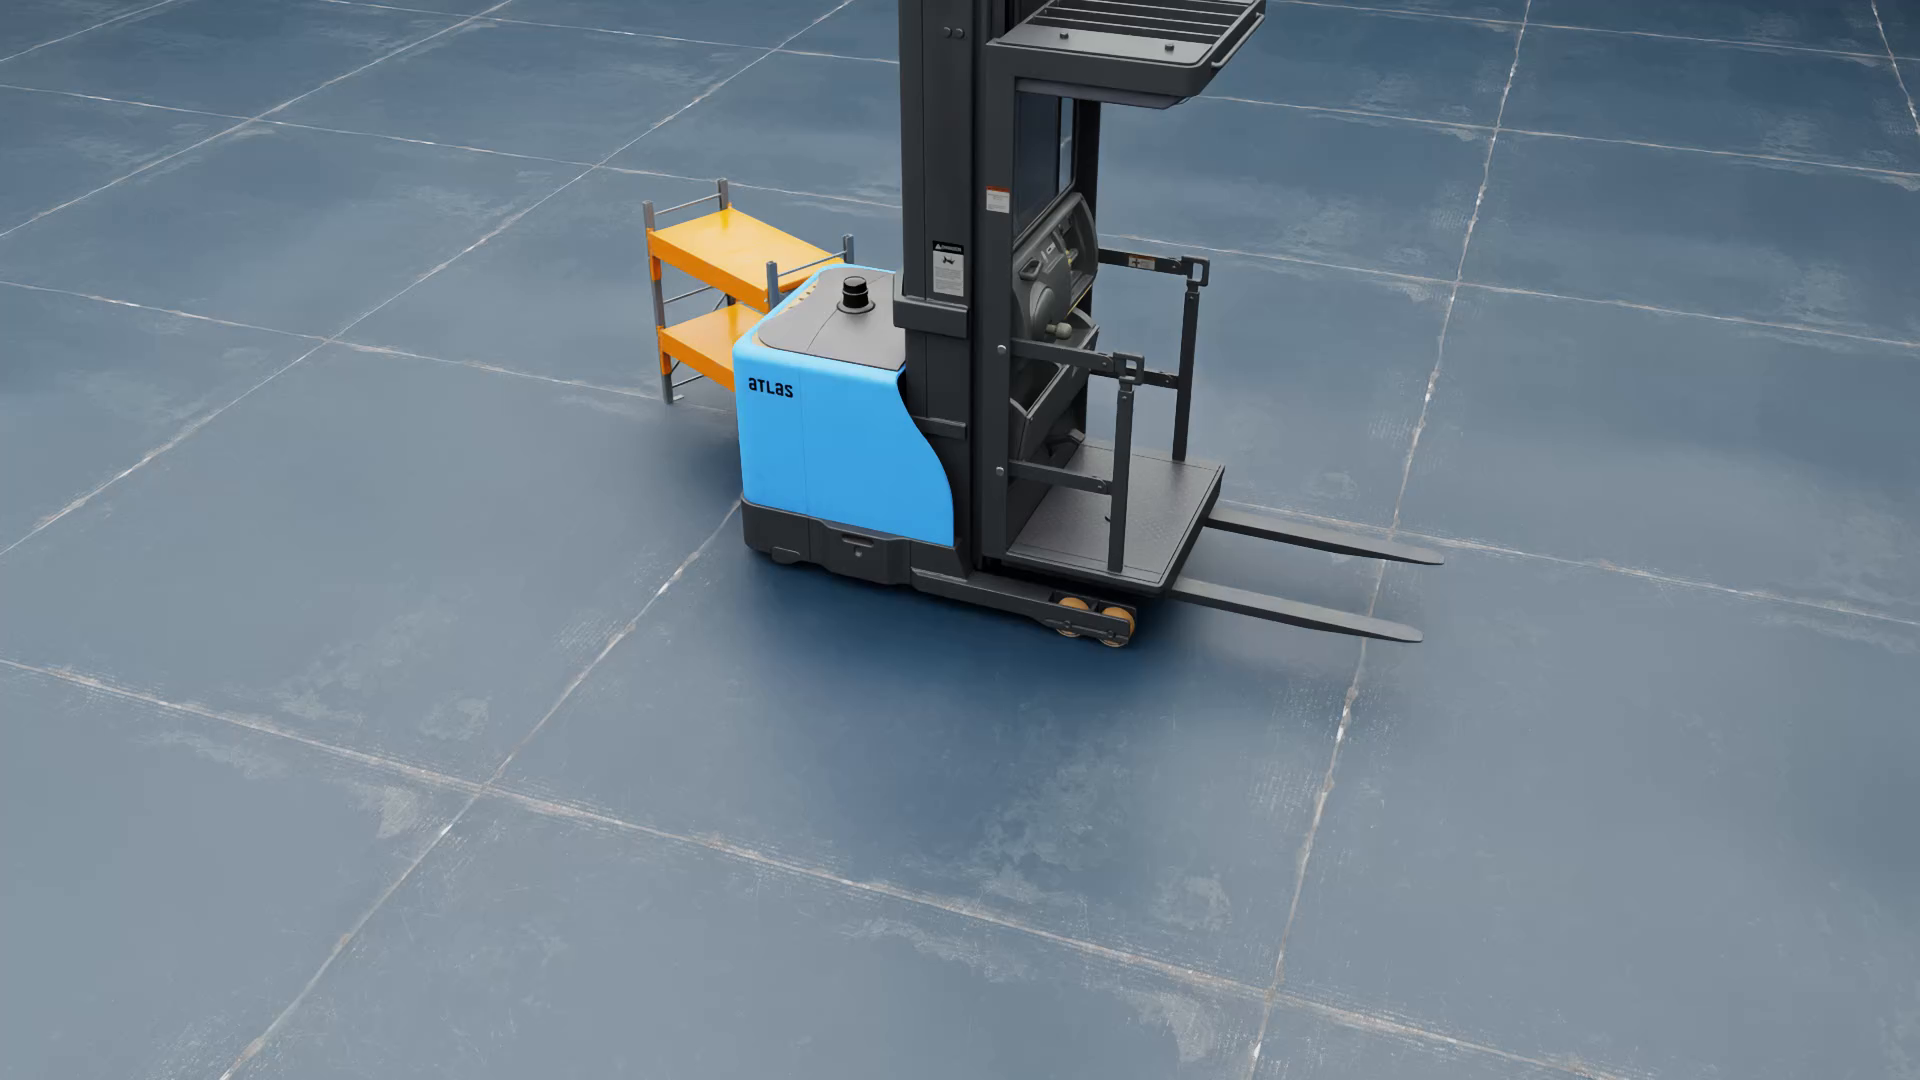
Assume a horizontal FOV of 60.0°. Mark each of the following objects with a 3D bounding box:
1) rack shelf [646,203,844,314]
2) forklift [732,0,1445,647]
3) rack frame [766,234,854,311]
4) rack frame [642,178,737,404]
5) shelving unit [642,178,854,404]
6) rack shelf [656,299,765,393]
[{"bbox_3d":[-1.046,-1.340,8.249,0.538,0.278,1.000,-27,41,-35],"label":"rack shelf"},{"bbox_3d":[0.580,-1.106,6.761,3.031,2.935,1.130,12,35,18],"label":"forklift"},{"bbox_3d":[-0.701,-0.892,8.094,0.500,1.125,0.032,-27,41,-35],"label":"rack frame"},{"bbox_3d":[-1.390,-1.297,8.722,0.500,1.125,0.032,-27,41,-35],"label":"rack frame"},{"bbox_3d":[-1.046,-1.094,8.408,0.538,1.125,1.048,-27,41,-35],"label":"shelving unit"},{"bbox_3d":[-1.046,-0.889,8.540,0.538,0.278,1.000,-27,41,-35],"label":"rack shelf"}]
